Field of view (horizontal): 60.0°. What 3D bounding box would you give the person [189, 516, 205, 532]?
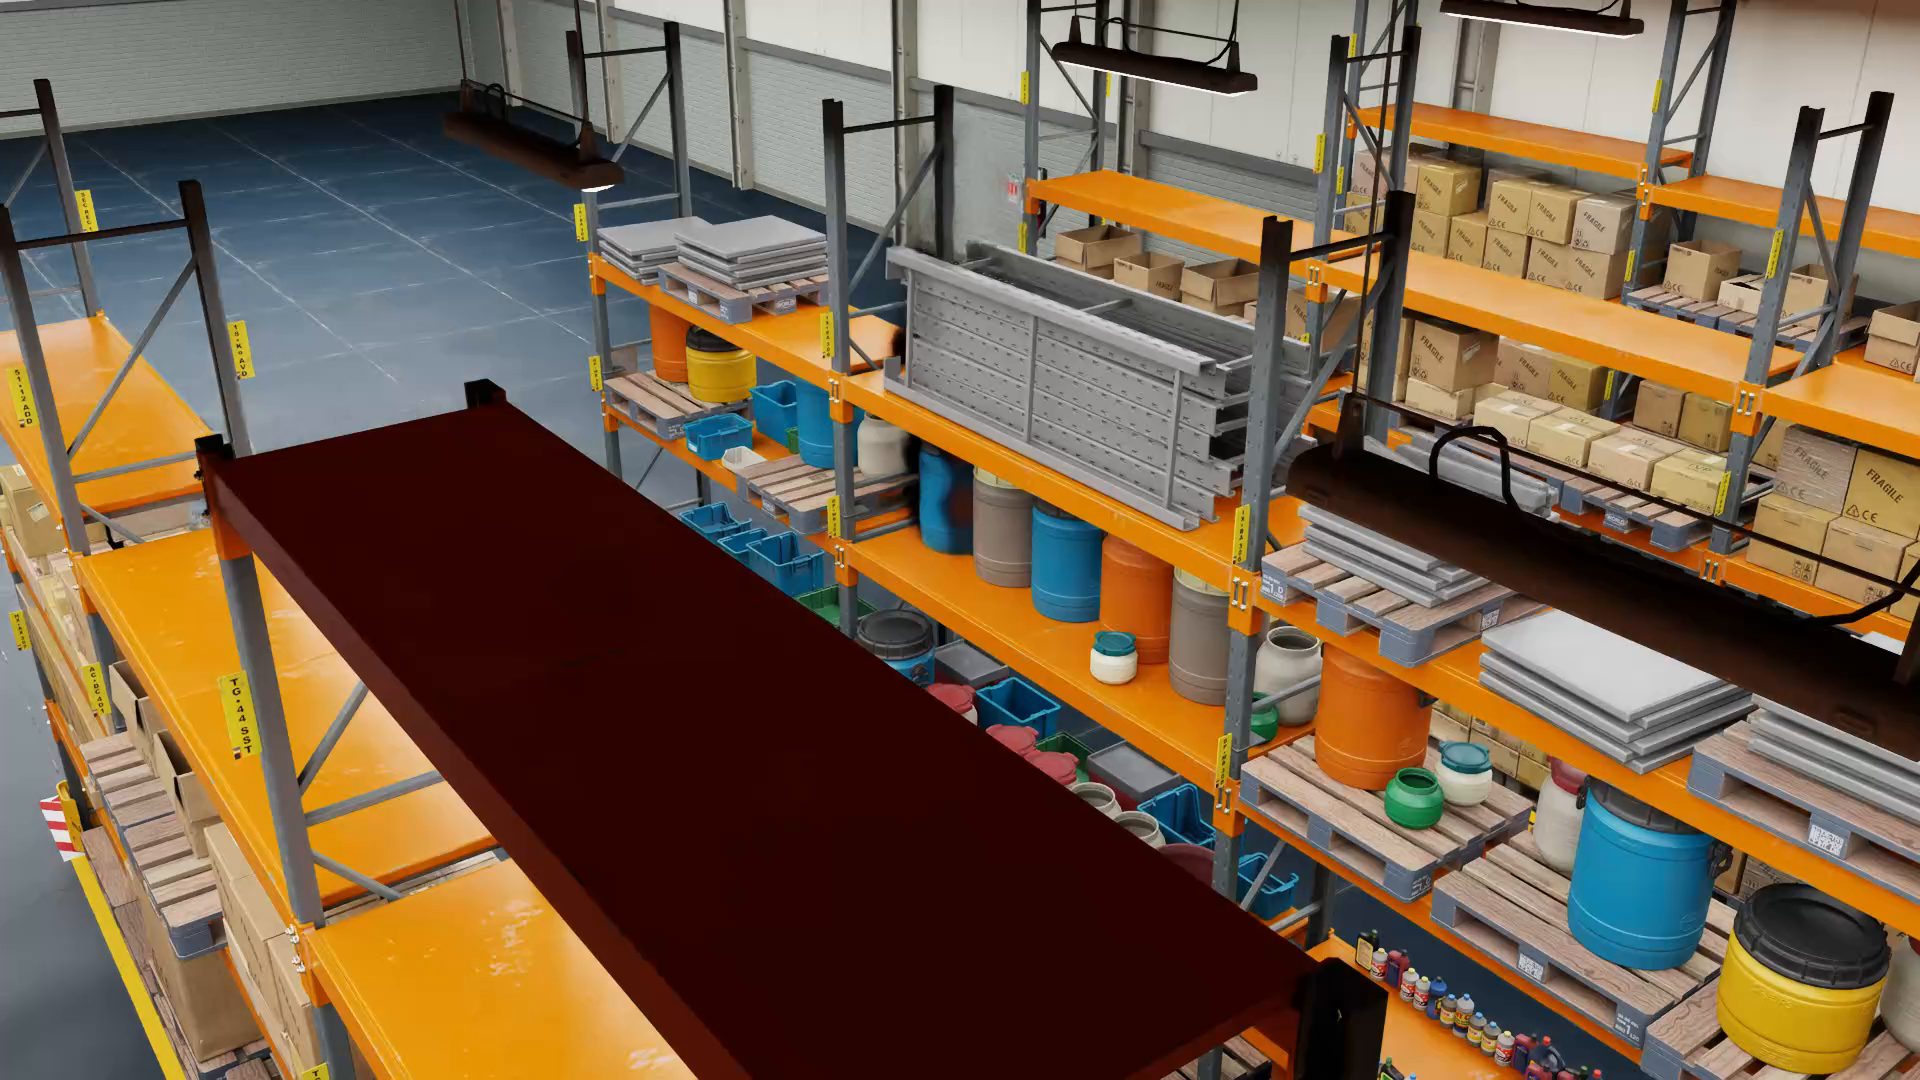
[{"bbox_3d":[-8.896,-0.611,18.426,0.815,1.592,0.526,-2,25,-4],"label":"person"}]
